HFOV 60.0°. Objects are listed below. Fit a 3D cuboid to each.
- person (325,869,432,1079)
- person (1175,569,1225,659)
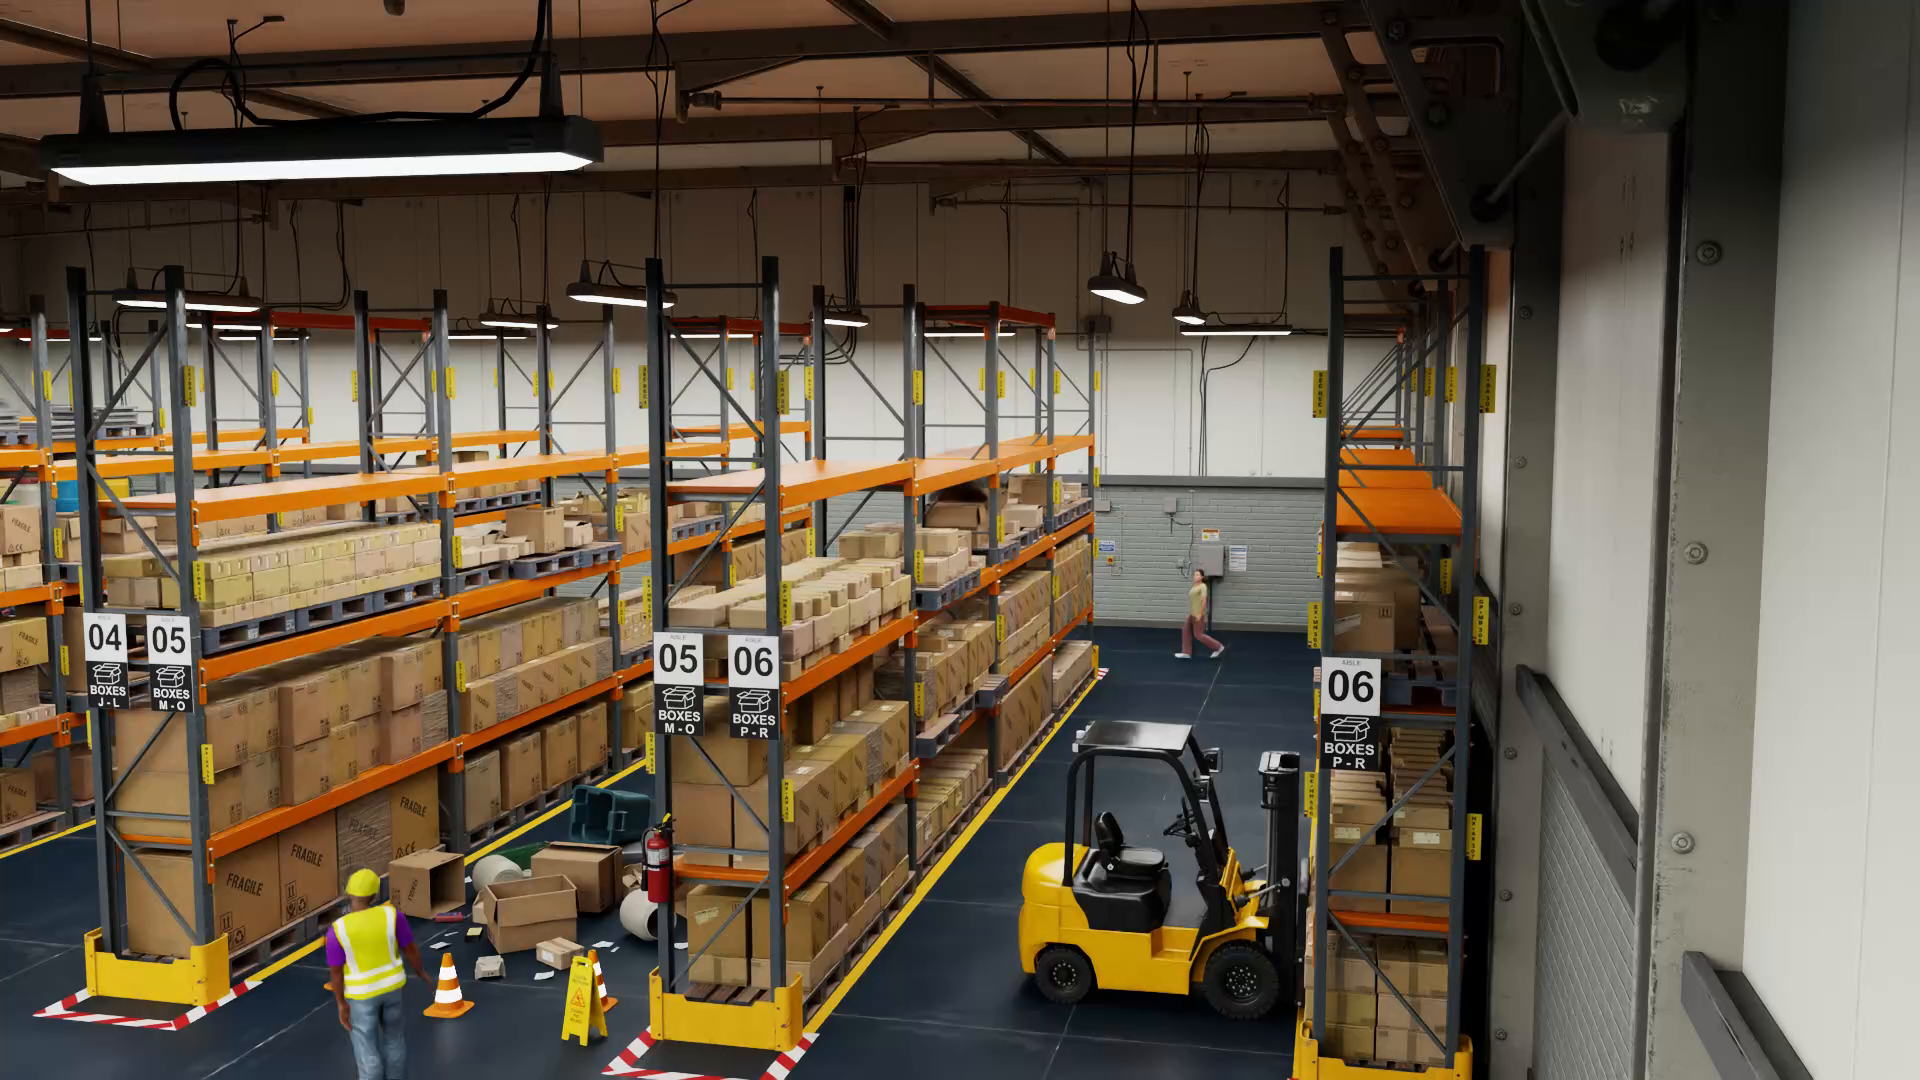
[{"bbox_3d":[-4.021,3.118,11.498,0.420,1.780,0.747,5,8,41],"label":"person"},{"bbox_3d":[4.302,1.325,29.807,0.887,1.625,0.526,1,6,8],"label":"person"}]
